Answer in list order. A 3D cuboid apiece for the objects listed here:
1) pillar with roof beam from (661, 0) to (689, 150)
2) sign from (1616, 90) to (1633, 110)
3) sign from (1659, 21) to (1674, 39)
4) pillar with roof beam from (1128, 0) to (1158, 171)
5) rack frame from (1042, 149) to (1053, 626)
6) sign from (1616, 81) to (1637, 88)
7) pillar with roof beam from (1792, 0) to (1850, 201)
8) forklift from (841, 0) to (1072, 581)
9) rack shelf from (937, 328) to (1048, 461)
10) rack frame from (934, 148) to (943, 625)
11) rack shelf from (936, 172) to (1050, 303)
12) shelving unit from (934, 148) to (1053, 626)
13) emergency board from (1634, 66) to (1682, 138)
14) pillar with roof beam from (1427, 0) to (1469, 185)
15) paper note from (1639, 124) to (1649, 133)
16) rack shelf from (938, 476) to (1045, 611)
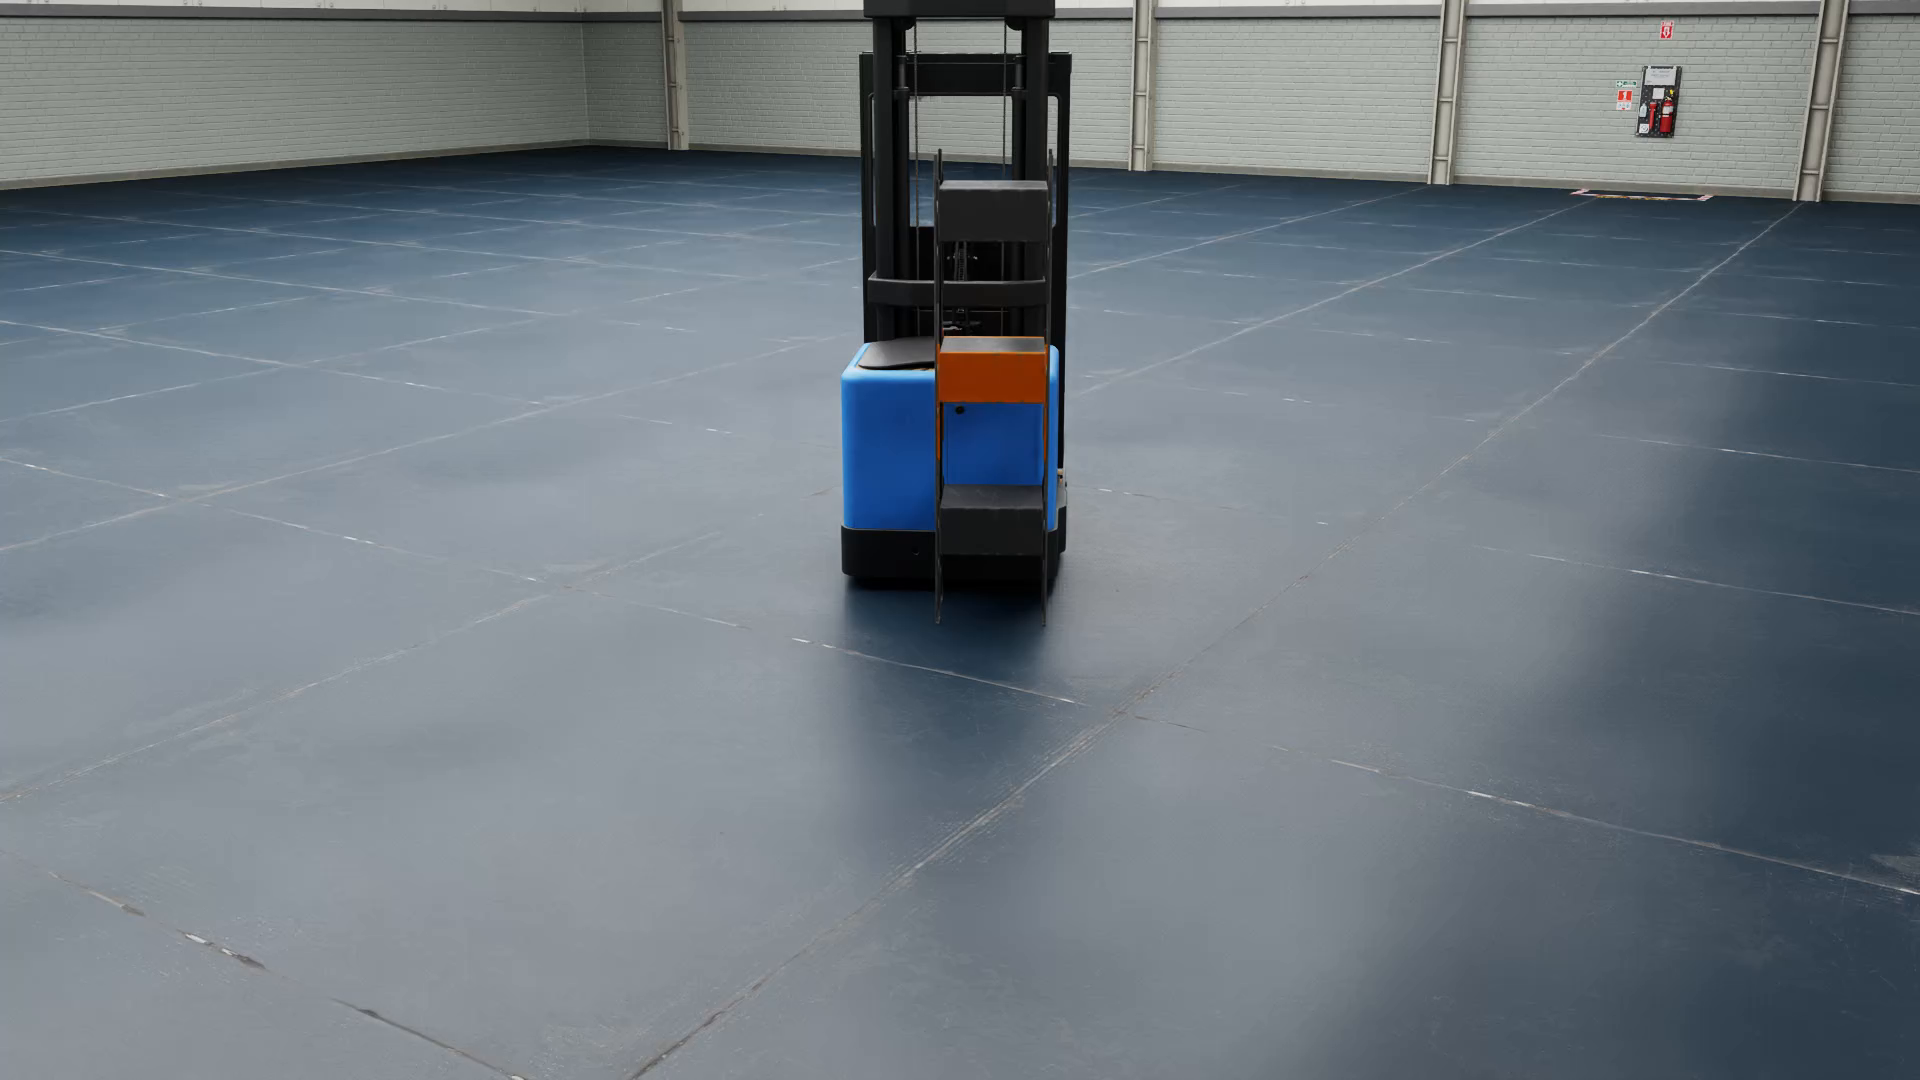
[{"bbox_3d":[-8.877,-12.439,34.349,0.400,9.000,9.100,10,20,30],"label":"pillar with roof beam"},{"bbox_3d":[11.324,-7.496,28.338,0.234,0.329,0.001,10,20,30],"label":"sign"},{"bbox_3d":[11.786,-8.505,27.730,0.199,0.298,0.001,10,20,30],"label":"sign"},{"bbox_3d":[1.348,-10.614,28.340,0.400,9.000,9.100,10,20,30],"label":"pillar with roof beam"},{"bbox_3d":[0.392,-0.669,7.470,0.015,2.100,0.400,1,17,2],"label":"rack frame"},{"bbox_3d":[11.323,-7.747,28.251,0.331,0.109,0.001,10,20,30],"label":"sign"},{"bbox_3d":[11.574,-8.789,22.332,0.400,9.000,9.100,10,20,30],"label":"pillar with roof beam"},{"bbox_3d":[0.043,-1.584,9.054,1.130,2.935,3.031,1,17,4],"label":"forklift"},{"bbox_3d":[0.148,-0.658,7.483,0.480,0.518,0.431,1,17,2],"label":"rack shelf"},{"bbox_3d":[-0.096,-0.674,7.489,0.015,2.100,0.400,1,17,2],"label":"rack frame"},{"bbox_3d":[0.148,-1.328,7.280,0.480,0.518,0.431,1,17,2],"label":"rack shelf"},{"bbox_3d":[0.148,-0.672,7.479,0.503,2.100,0.431,1,17,2],"label":"shelving unit"},{"bbox_3d":[11.741,-7.370,27.982,0.643,1.169,0.194,10,20,30],"label":"emergency board"},{"bbox_3d":[6.461,-9.701,25.336,0.400,9.000,9.100,10,20,30],"label":"pillar with roof beam"},{"bbox_3d":[11.626,-6.992,28.255,0.142,0.148,0.016,10,20,30],"label":"paper note"},{"bbox_3d":[0.148,0.011,7.687,0.480,0.518,0.431,1,17,2],"label":"rack shelf"}]
